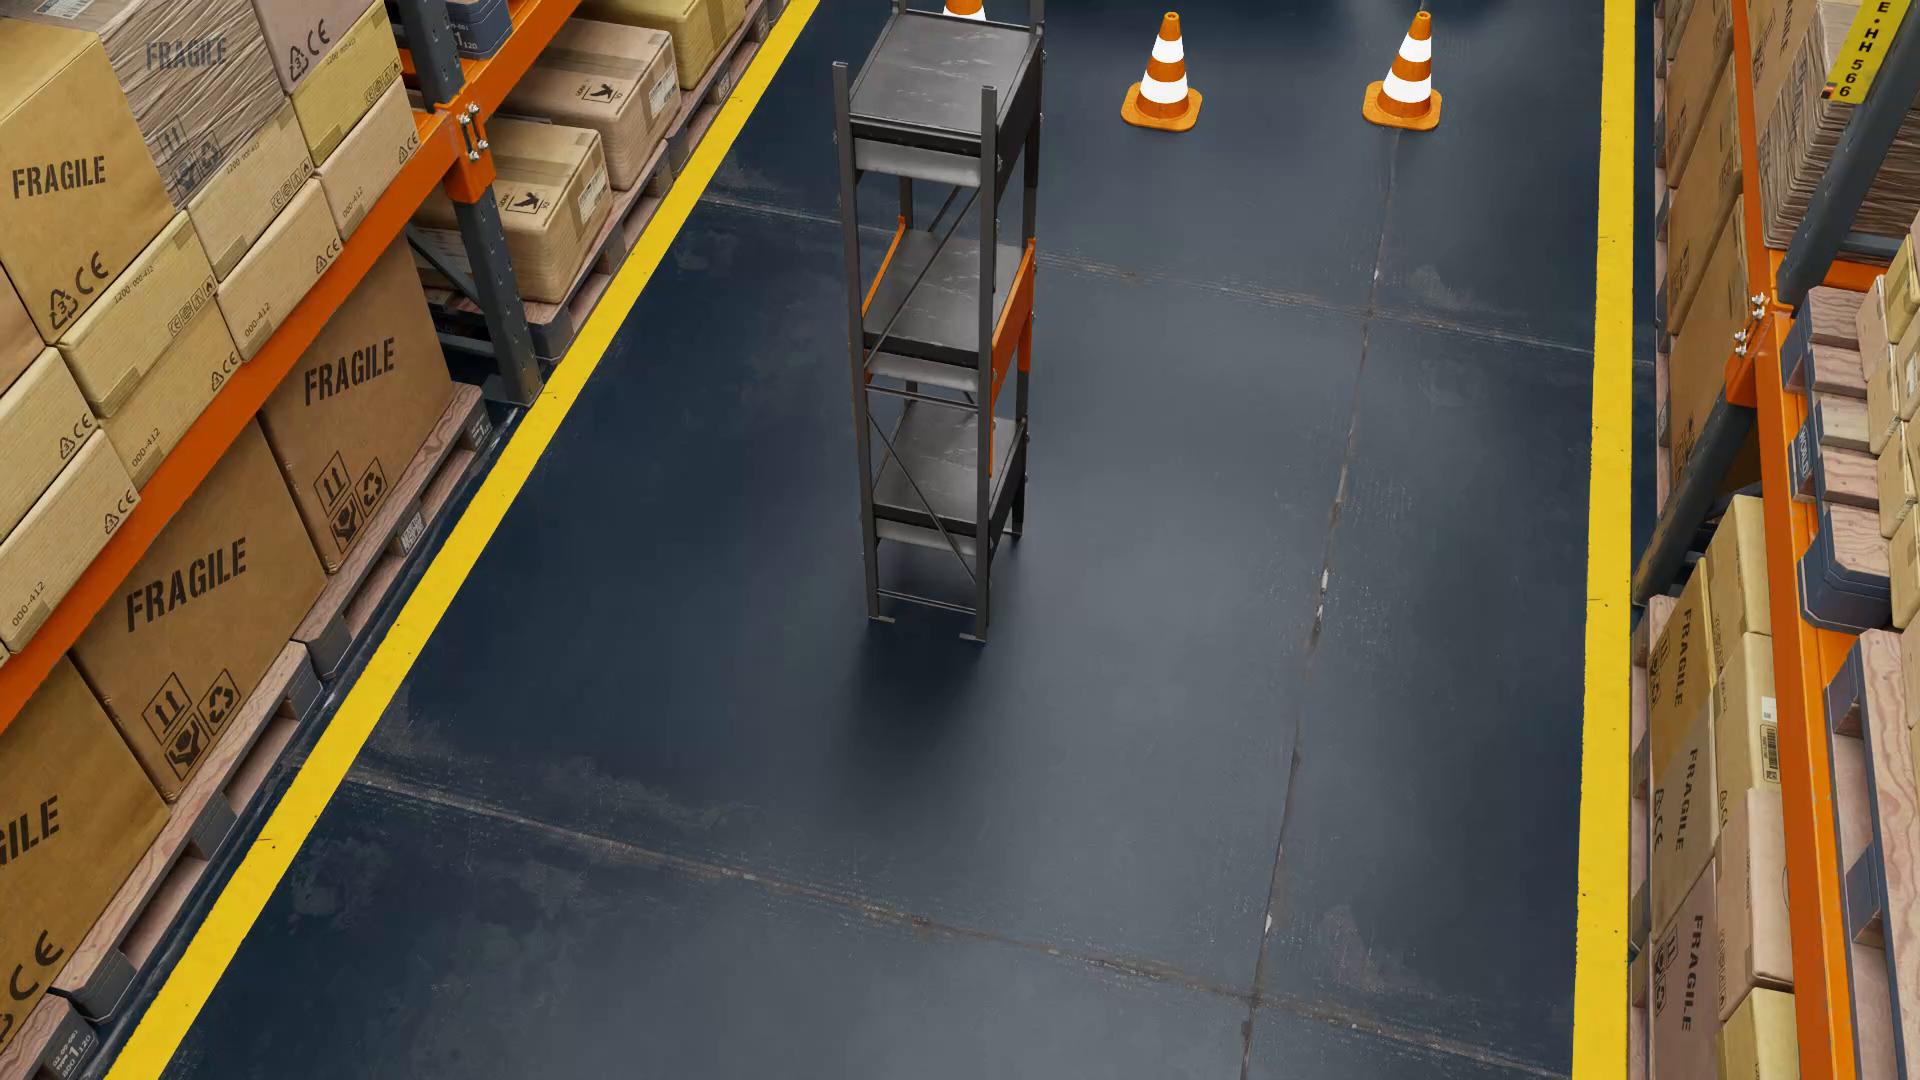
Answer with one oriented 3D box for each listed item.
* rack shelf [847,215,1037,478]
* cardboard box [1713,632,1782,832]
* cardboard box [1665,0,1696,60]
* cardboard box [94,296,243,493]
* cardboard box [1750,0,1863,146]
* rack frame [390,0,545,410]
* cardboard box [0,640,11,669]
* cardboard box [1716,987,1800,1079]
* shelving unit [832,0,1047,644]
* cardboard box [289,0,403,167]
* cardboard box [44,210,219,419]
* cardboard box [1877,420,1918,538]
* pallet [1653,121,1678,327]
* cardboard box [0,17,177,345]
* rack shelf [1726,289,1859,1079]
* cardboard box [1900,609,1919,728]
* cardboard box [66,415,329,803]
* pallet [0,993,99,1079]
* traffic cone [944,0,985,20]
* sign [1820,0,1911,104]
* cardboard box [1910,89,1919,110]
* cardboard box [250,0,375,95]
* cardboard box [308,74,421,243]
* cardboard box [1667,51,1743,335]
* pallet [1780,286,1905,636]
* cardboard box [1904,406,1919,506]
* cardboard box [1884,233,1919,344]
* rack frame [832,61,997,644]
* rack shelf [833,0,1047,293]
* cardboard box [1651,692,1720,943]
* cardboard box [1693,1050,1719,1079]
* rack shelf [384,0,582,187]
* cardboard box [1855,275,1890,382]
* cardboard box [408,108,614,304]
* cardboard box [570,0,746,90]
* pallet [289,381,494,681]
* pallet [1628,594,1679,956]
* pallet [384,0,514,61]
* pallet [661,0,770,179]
[{"bbox_3d":[-0.044,-0.566,4.867,0.431,0.518,0.480,12,50,10],"label":"rack shelf"},{"bbox_3d":[2.193,0.541,4.159,0.500,0.250,0.500,11,49,10],"label":"cardboard box"},{"bbox_3d":[3.717,-2.538,7.209,1.050,0.750,0.750,11,50,10],"label":"cardboard box"},{"bbox_3d":[-2.211,-0.420,4.220,0.500,0.250,0.500,11,50,10],"label":"cardboard box"},{"bbox_3d":[2.733,-1.489,4.997,0.500,0.500,0.500,12,50,10],"label":"cardboard box"},{"bbox_3d":[-2.061,-1.620,5.179,1.000,3.000,0.127,12,50,10],"label":"rack frame"},{"bbox_3d":[-2.458,0.314,3.572,0.500,0.250,0.500,11,50,10],"label":"cardboard box"},{"bbox_3d":[1.914,1.274,3.512,0.500,0.250,0.500,10,49,8],"label":"cardboard box"},{"bbox_3d":[-0.044,-0.575,4.857,0.431,2.100,0.503,12,50,10],"label":"shelving unit"},{"bbox_3d":[-1.943,-1.336,4.695,0.500,0.250,0.500,11,50,10],"label":"cardboard box"},{"bbox_3d":[-2.190,-0.590,4.036,0.500,0.250,0.500,10,49,9],"label":"cardboard box"},{"bbox_3d":[2.287,-0.099,3.724,0.380,0.149,0.250,14,50,12],"label":"cardboard box"},{"bbox_3d":[3.344,-1.229,6.694,1.003,0.211,1.213,12,50,10],"label":"pallet"},{"bbox_3d":[-2.209,-0.828,3.746,0.500,0.500,0.500,12,50,10],"label":"cardboard box"},{"bbox_3d":[2.215,0.968,3.375,1.077,0.370,4.000,12,50,10],"label":"rack shelf"},{"bbox_3d":[2.150,0.289,3.381,0.380,0.149,0.250,13,50,11],"label":"cardboard box"},{"bbox_3d":[-2.562,0.071,4.823,0.875,0.875,0.875,12,50,10],"label":"cardboard box"},{"bbox_3d":[-2.983,1.623,4.177,1.003,0.211,1.213,12,50,10],"label":"pallet"},{"bbox_3d":[0.016,-2.501,7.649,0.336,0.463,0.334,12,50,10],"label":"traffic cone"},{"bbox_3d":[2.205,-1.207,4.042,0.100,0.325,0.005,12,50,10],"label":"sign"},{"bbox_3d":[2.869,-1.403,4.254,0.700,0.500,0.500,11,50,10],"label":"cardboard box"},{"bbox_3d":[-1.945,-1.559,4.391,0.500,0.500,0.500,10,49,9],"label":"cardboard box"},{"bbox_3d":[-1.944,-1.154,4.867,0.500,0.250,0.500,10,49,9],"label":"cardboard box"},{"bbox_3d":[3.215,-1.167,5.999,1.050,0.750,0.750,12,50,11],"label":"cardboard box"},{"bbox_3d":[2.656,-0.117,3.980,1.213,0.211,1.003,12,50,10],"label":"pallet"},{"bbox_3d":[2.284,-0.170,3.589,0.380,0.149,0.250,10,49,9],"label":"cardboard box"},{"bbox_3d":[2.420,-0.561,3.933,0.380,0.149,0.250,14,50,12],"label":"cardboard box"},{"bbox_3d":[-0.108,-0.399,4.701,0.400,2.100,0.015,12,50,10],"label":"rack frame"},{"bbox_3d":[-0.044,-1.029,4.342,0.431,0.518,0.480,12,50,10],"label":"rack shelf"},{"bbox_3d":[2.180,0.797,4.433,0.500,0.500,0.500,12,50,10],"label":"cardboard box"},{"bbox_3d":[1.915,1.539,3.778,0.500,0.500,0.500,11,49,9],"label":"cardboard box"},{"bbox_3d":[-1.534,-2.829,6.726,1.077,0.370,4.000,12,50,10],"label":"rack shelf"},{"bbox_3d":[2.429,-0.488,4.068,0.380,0.149,0.250,11,49,10],"label":"cardboard box"},{"bbox_3d":[-1.903,-1.296,6.366,0.950,0.372,0.625,9,49,7],"label":"cardboard box"},{"bbox_3d":[-1.511,-2.379,7.322,0.950,0.372,0.625,13,50,11],"label":"cardboard box"},{"bbox_3d":[-2.341,-0.142,5.735,1.003,0.211,1.213,12,50,10],"label":"pallet"},{"bbox_3d":[2.534,0.771,4.929,1.003,0.211,1.213,12,50,10],"label":"pallet"},{"bbox_3d":[-1.976,-2.093,5.725,1.213,0.211,1.003,12,50,10],"label":"pallet"},{"bbox_3d":[-1.531,-2.142,7.500,1.003,0.211,1.213,12,50,10],"label":"pallet"}]
